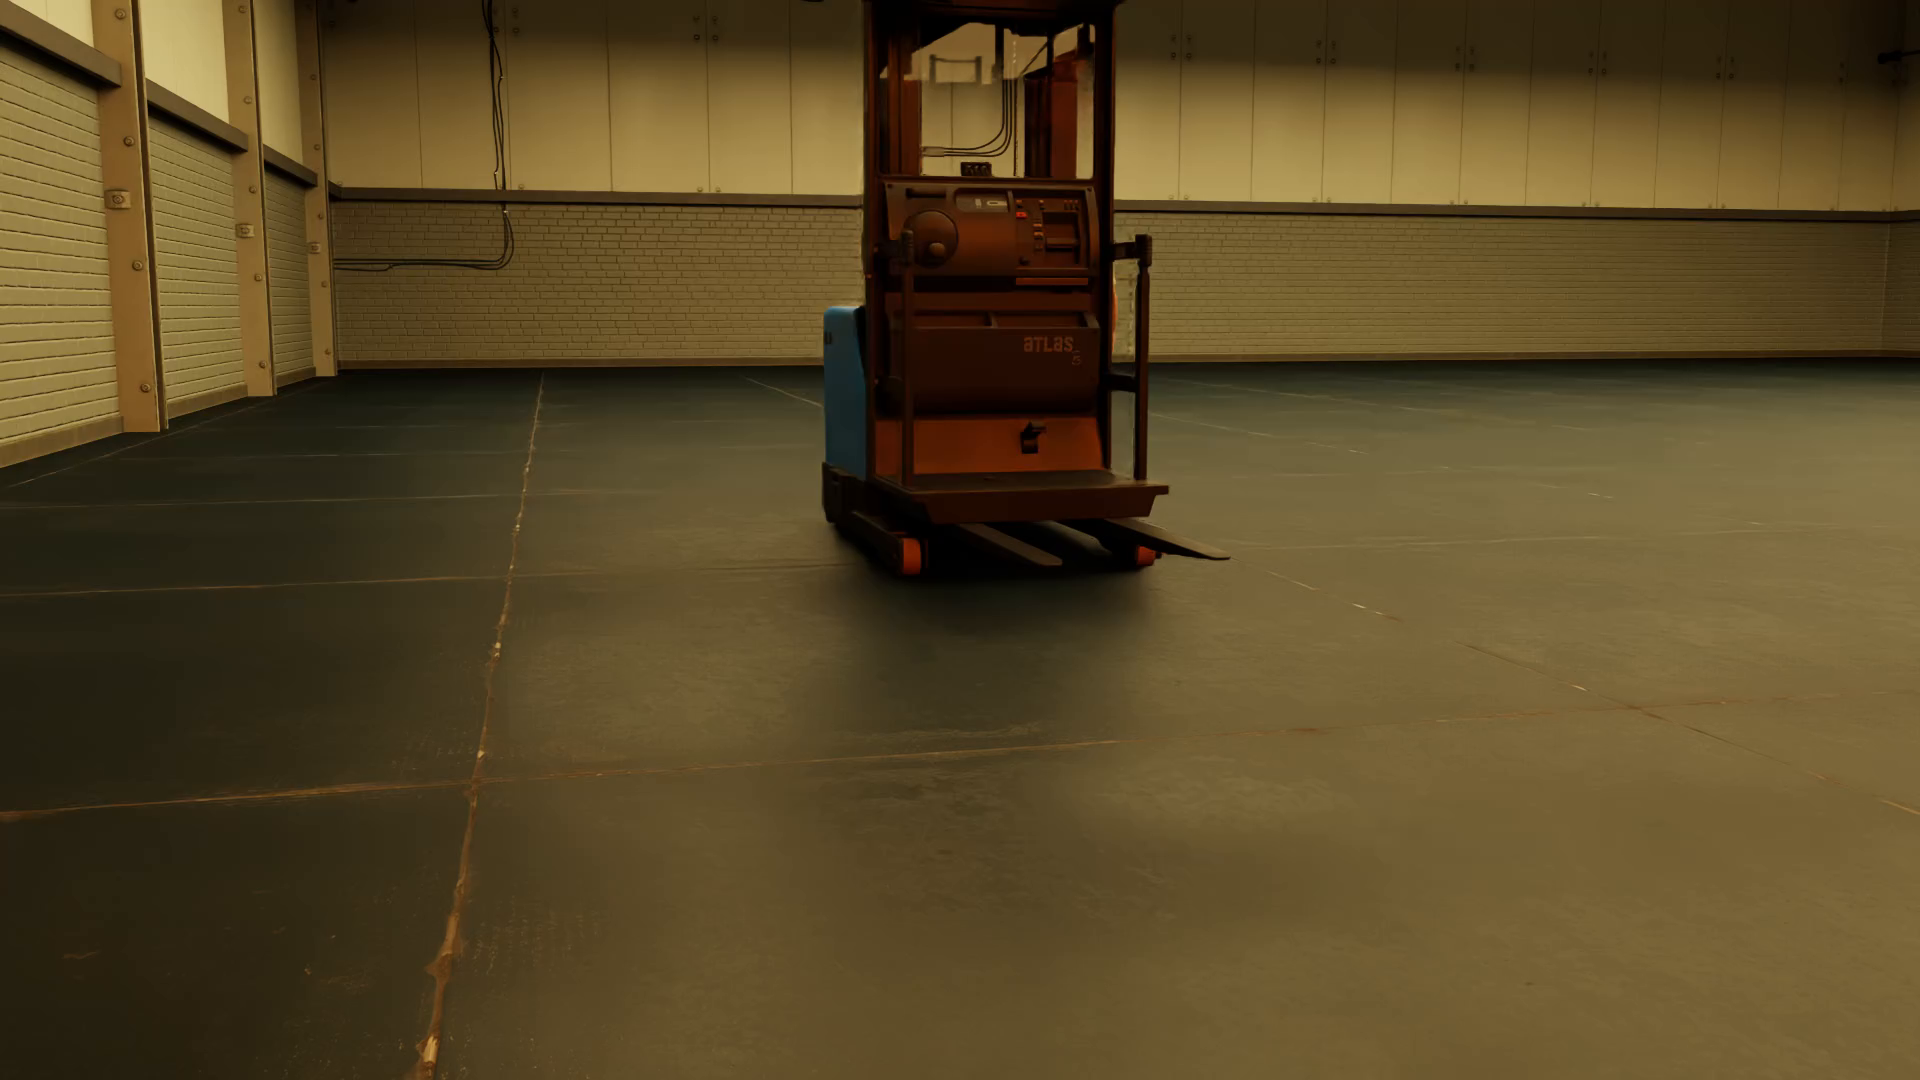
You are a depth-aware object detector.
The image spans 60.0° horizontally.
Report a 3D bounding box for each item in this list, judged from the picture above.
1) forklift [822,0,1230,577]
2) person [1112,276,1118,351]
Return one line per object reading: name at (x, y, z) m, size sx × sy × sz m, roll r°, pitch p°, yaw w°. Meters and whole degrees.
forklift at (0.198, -1.361, 6.859) m, size 1.130 × 2.935 × 3.031 m, roll -2°, pitch 8°, yaw -15°
person at (0.729, -1.255, 10.651) m, size 0.555 × 1.652 × 0.548 m, roll -2°, pitch 8°, yaw -12°
